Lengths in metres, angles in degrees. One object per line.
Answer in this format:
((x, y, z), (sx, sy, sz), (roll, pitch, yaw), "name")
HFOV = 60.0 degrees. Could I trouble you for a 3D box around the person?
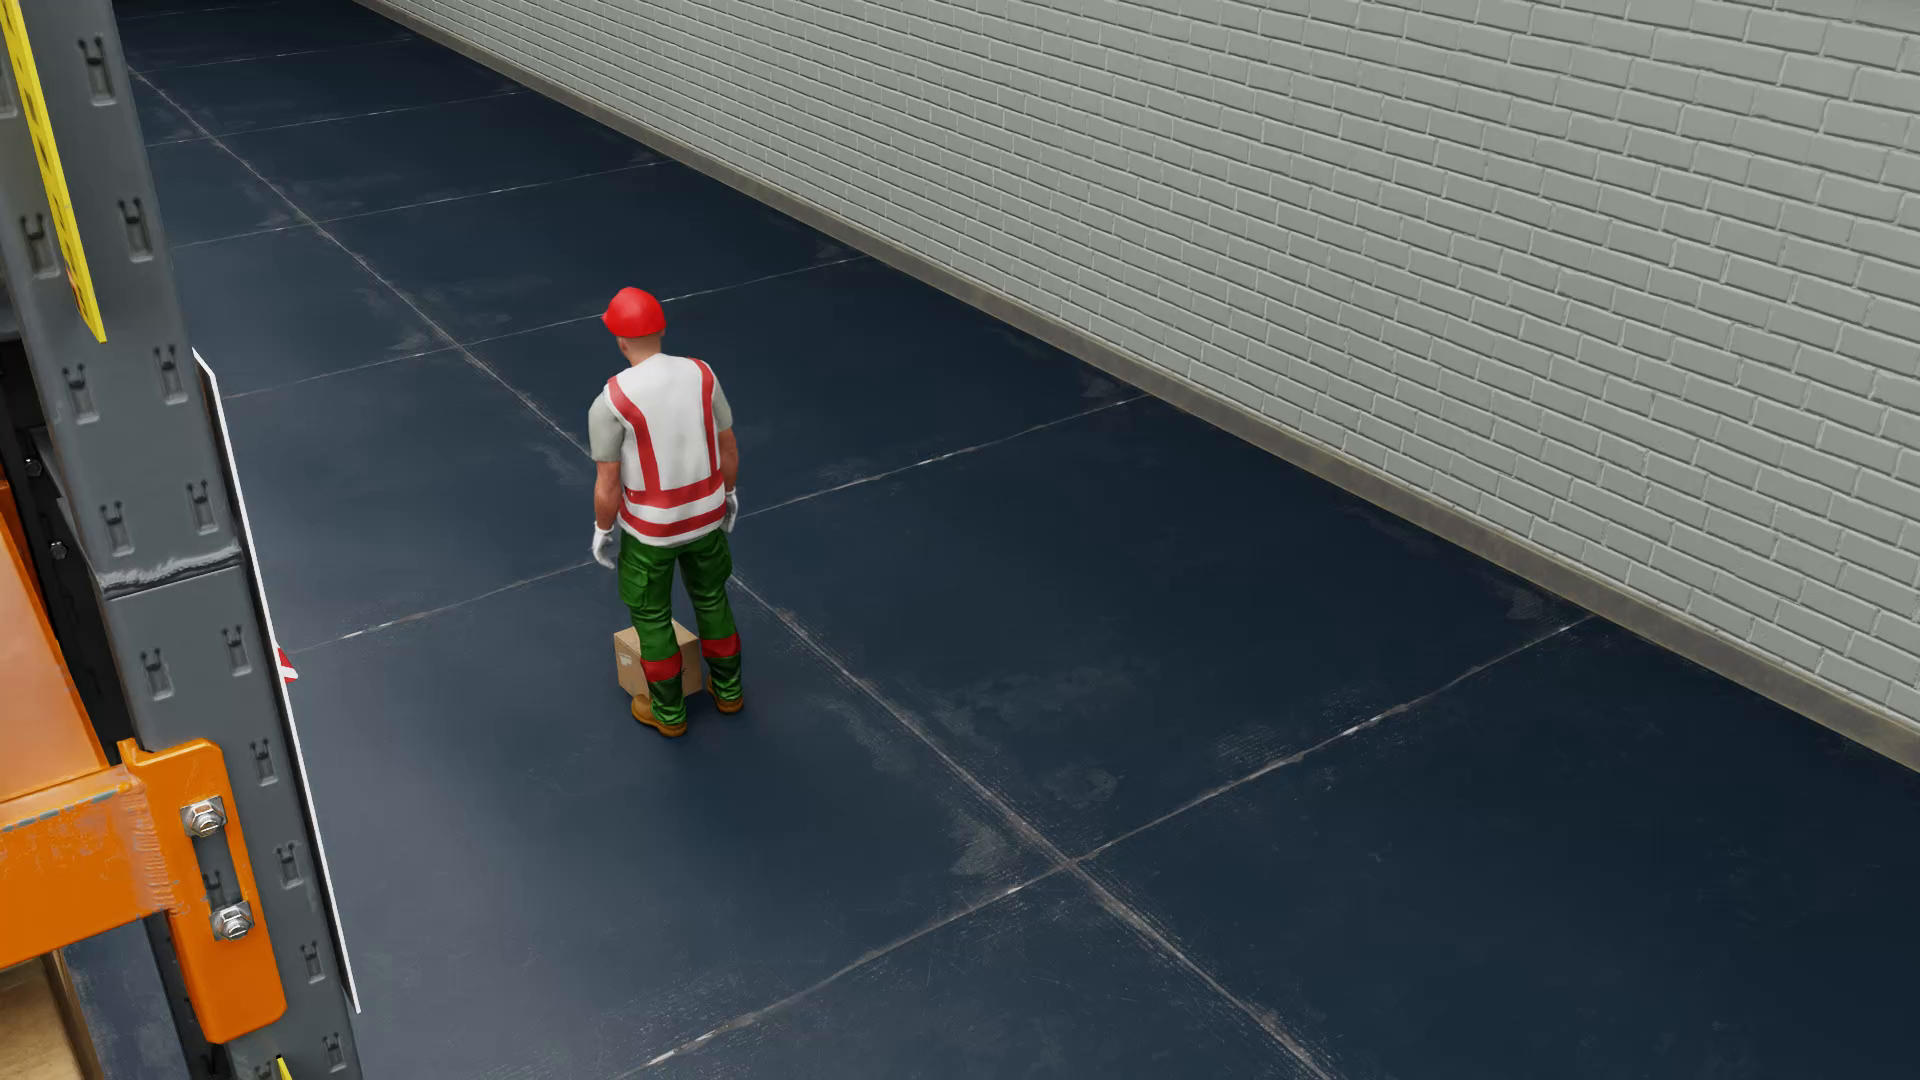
((-1.103, -0.087, 6.268), (0.609, 1.779, 0.454), (-19, 34, -31), "person")
